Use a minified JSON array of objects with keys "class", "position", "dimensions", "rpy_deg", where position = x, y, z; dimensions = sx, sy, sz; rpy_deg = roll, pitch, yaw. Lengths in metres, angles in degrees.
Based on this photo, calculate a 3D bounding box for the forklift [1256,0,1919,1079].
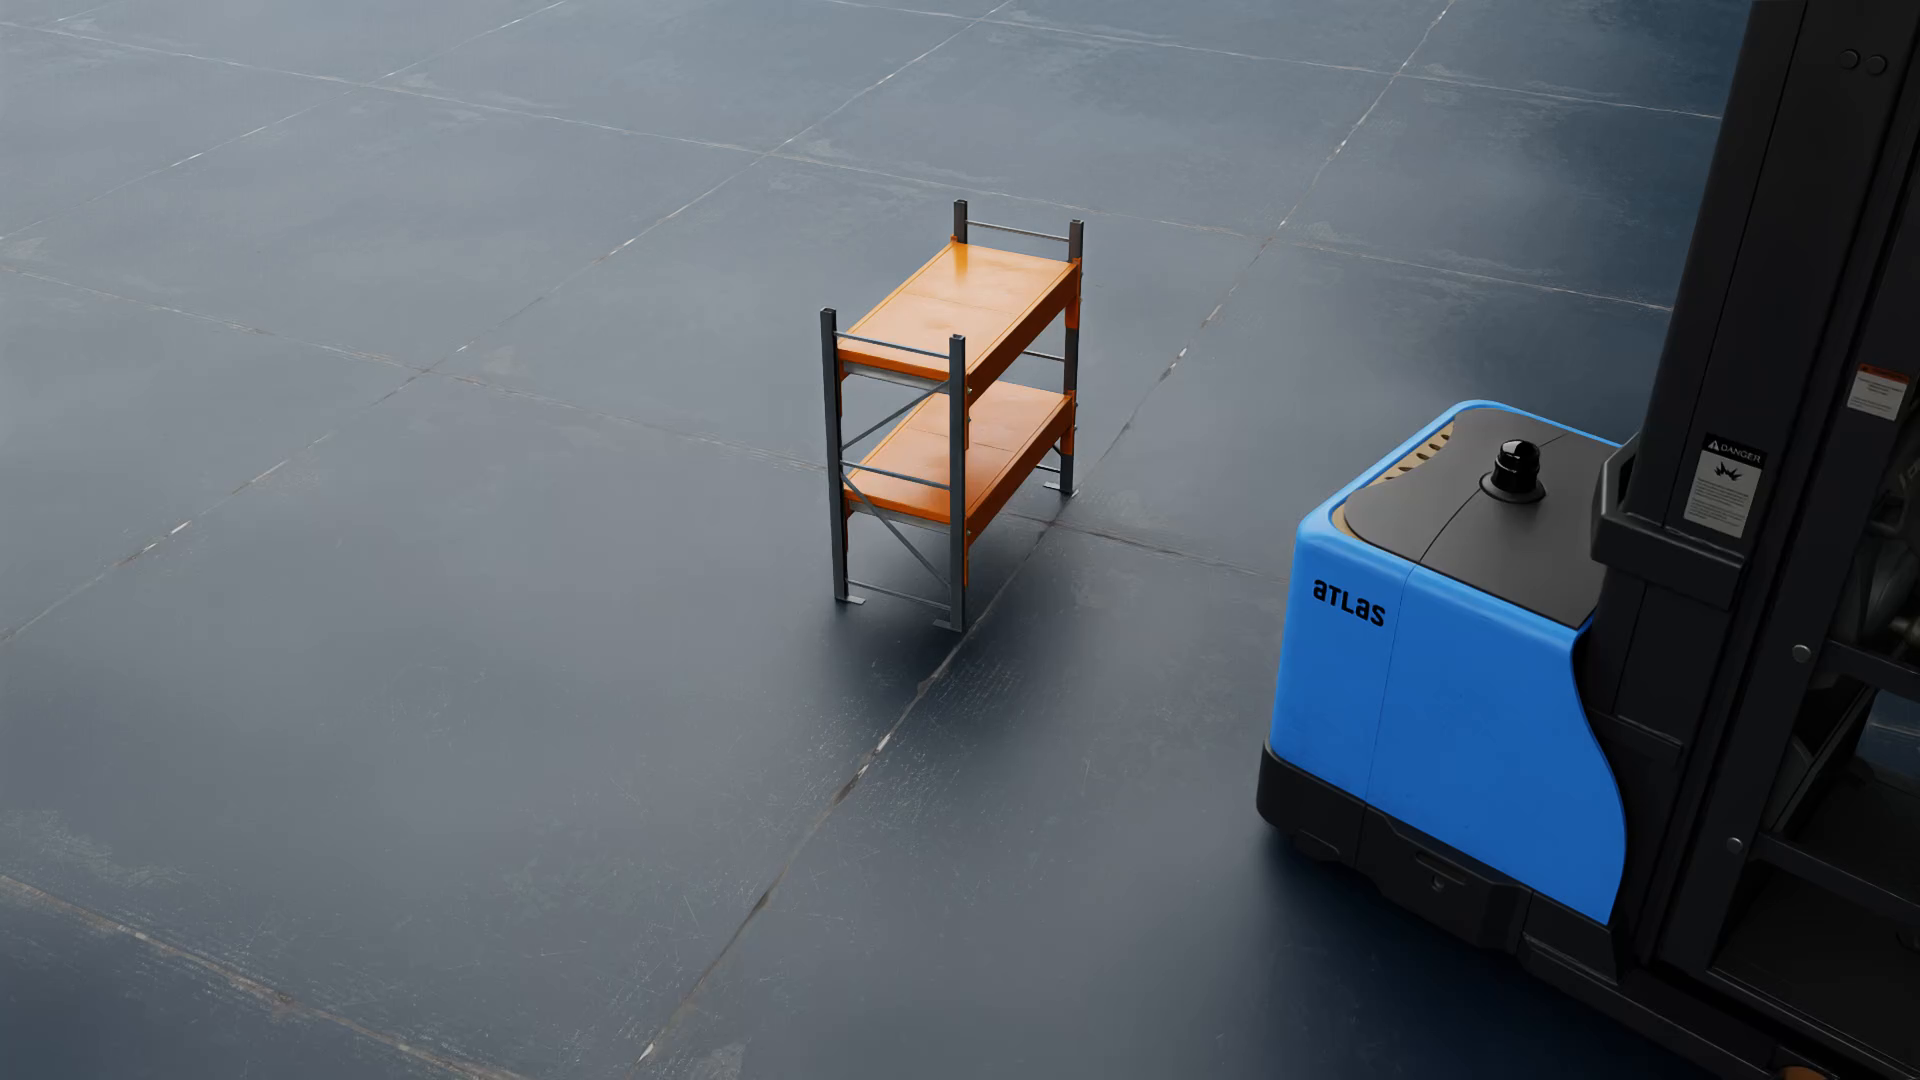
[{"class":"forklift","position":[2.310,-0.034,3.629],"dimensions":[3.031,2.935,1.130],"rpy_deg":[26,41,34]}]

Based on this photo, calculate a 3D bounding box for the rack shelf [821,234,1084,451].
[{"class":"rack shelf","position":[-0.003,-0.712,5.776],"dimensions":[0.538,0.278,1.000],"rpy_deg":[14,36,20]}]

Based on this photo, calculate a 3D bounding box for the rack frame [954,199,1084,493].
[{"class":"rack frame","position":[0.210,-0.720,6.323],"dimensions":[0.500,1.125,0.032],"rpy_deg":[14,36,20]}]

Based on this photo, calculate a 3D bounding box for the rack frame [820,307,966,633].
[{"class":"rack frame","position":[-0.216,-0.214,5.550],"dimensions":[0.500,1.125,0.032],"rpy_deg":[14,36,20]}]

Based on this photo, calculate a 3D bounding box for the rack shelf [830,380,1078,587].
[{"class":"rack shelf","position":[-0.003,-0.263,6.070],"dimensions":[0.538,0.278,1.000],"rpy_deg":[14,36,20]}]

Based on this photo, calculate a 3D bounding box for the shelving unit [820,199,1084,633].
[{"class":"shelving unit","position":[-0.003,-0.467,5.936],"dimensions":[0.538,1.125,1.048],"rpy_deg":[14,36,20]}]
